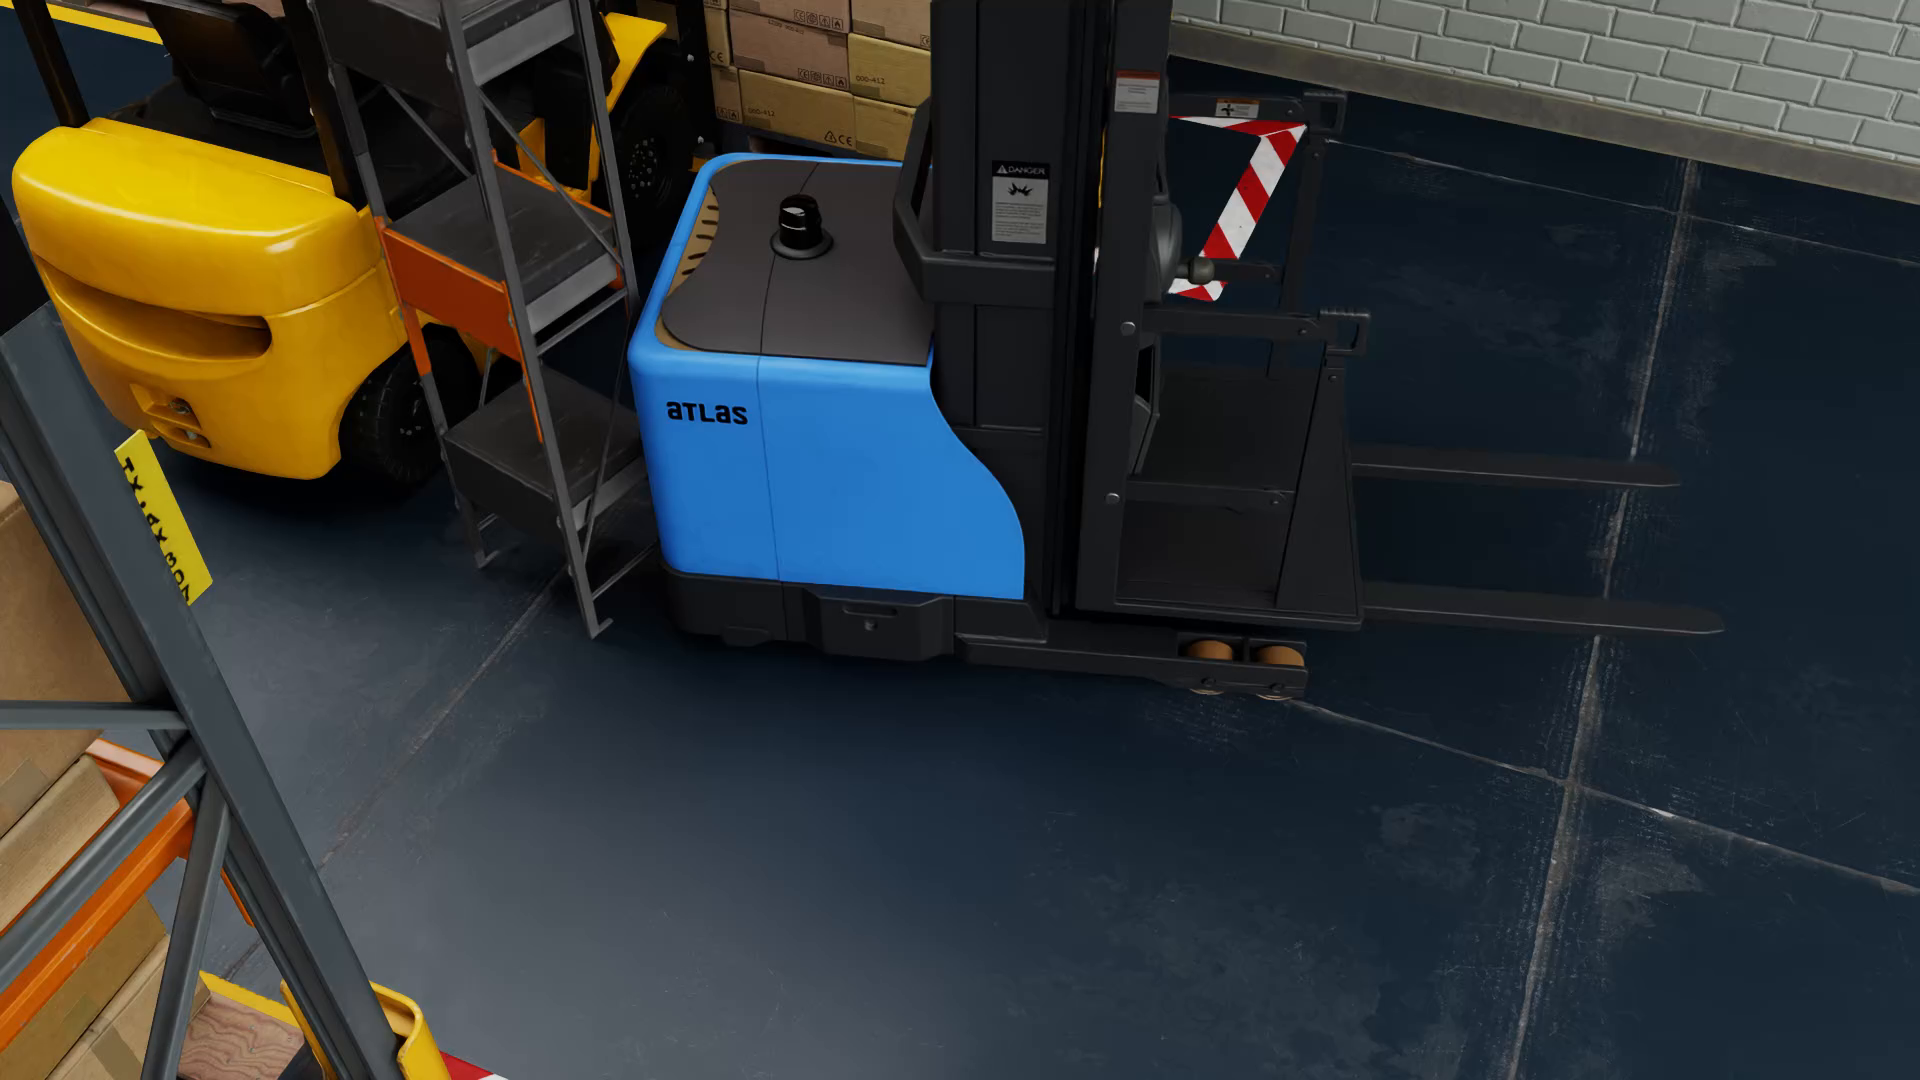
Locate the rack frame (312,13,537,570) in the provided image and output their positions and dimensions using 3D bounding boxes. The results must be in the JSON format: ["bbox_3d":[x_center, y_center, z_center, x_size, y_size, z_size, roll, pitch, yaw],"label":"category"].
[{"bbox_3d":[-1.380,-0.767,4.532,0.015,2.100,0.400,27,51,25],"label":"rack frame"}]

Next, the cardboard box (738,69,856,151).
[{"bbox_3d":[-0.533,-1.825,6.609,0.500,0.250,0.500,16,47,16],"label":"cardboard box"}]

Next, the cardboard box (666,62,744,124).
[{"bbox_3d":[-0.992,-1.967,6.752,0.500,0.250,0.500,17,47,16],"label":"cardboard box"}]

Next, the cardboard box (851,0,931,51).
[{"bbox_3d":[-0.068,-2.038,6.115,0.500,0.250,0.500,18,48,17],"label":"cardboard box"}]

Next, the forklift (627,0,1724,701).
[{"bbox_3d":[0.683,-0.974,4.151,3.031,2.935,1.130,4,45,4],"label":"forklift"}]

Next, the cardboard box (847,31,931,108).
[{"bbox_3d":[-0.092,-1.868,6.298,0.500,0.250,0.500,16,47,15],"label":"cardboard box"}]

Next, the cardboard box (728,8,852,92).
[{"bbox_3d":[-0.551,-2.011,6.442,0.500,0.250,0.500,16,47,15],"label":"cardboard box"}]

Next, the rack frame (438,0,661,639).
[{"bbox_3d":[-0.985,-0.565,4.329,0.015,2.100,0.400,27,51,25],"label":"rack frame"}]

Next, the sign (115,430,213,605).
[{"bbox_3d":[-1.222,-0.016,2.525,0.005,0.325,0.100,16,47,16],"label":"sign"}]

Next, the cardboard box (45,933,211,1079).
[{"bbox_3d":[-2.068,1.071,3.699,0.500,0.250,0.500,16,47,16],"label":"cardboard box"}]

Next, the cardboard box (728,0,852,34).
[{"bbox_3d":[-0.541,-2.173,6.250,0.500,0.250,0.500,17,47,17],"label":"cardboard box"}]

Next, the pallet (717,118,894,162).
[{"bbox_3d":[-0.245,-1.780,6.889,1.213,0.211,1.003,16,47,16],"label":"pallet"}]

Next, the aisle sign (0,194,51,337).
[{"bbox_3d":[-1.254,-0.462,1.745,0.004,0.787,0.394,16,47,16],"label":"aisle sign"}]

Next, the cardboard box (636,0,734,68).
[{"bbox_3d":[-1.036,-2.138,6.569,0.500,0.250,0.500,15,47,15],"label":"cardboard box"}]

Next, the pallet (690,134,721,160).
[{"bbox_3d":[-1.367,-2.112,7.223,1.213,0.211,1.003,16,47,16],"label":"pallet"}]

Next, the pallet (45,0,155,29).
[{"bbox_3d":[-3.909,-2.860,7.975,1.213,0.211,1.003,16,47,16],"label":"pallet"}]

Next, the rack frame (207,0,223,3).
[{"bbox_3d":[-3.214,-3.674,6.816,0.127,3.000,1.000,16,47,16],"label":"rack frame"}]

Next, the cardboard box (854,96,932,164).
[{"bbox_3d":[-0.078,-1.684,6.467,0.500,0.250,0.500,17,47,16],"label":"cardboard box"}]

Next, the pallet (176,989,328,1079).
[{"bbox_3d":[-2.237,1.369,3.725,1.213,0.211,1.003,16,47,16],"label":"pallet"}]

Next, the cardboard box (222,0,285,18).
[{"bbox_3d":[-2.895,-2.501,7.289,0.500,0.250,0.500,17,47,16],"label":"cardboard box"}]

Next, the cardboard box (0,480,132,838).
[{"bbox_3d":[-1.761,0.194,2.646,0.500,0.500,0.500,16,47,15],"label":"cardboard box"}]

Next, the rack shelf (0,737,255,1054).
[{"bbox_3d":[-3.276,0.356,3.275,4.000,0.370,1.077,16,47,16],"label":"rack shelf"}]

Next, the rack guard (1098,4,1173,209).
[{"bbox_3d":[0.499,-1.695,6.599,0.348,0.500,1.175,16,47,16],"label":"rack guard"}]

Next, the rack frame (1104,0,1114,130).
[{"bbox_3d":[0.477,-2.588,5.724,0.127,3.000,1.000,16,47,16],"label":"rack frame"}]

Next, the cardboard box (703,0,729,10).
[{"bbox_3d":[-1.011,-2.304,6.382,0.500,0.250,0.500,17,47,16],"label":"cardboard box"}]

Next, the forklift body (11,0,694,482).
[{"bbox_3d":[-1.975,-1.614,5.348,1.214,2.155,2.313,16,47,16],"label":"forklift body"}]

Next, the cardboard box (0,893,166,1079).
[{"bbox_3d":[-2.091,0.799,3.440,0.500,0.500,0.500,15,47,15],"label":"cardboard box"}]

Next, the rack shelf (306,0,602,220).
[{"bbox_3d":[-1.182,-1.153,3.947,0.480,0.518,0.431,27,51,25],"label":"rack shelf"}]

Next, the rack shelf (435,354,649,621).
[{"bbox_3d":[-1.182,-0.160,4.934,0.480,0.518,0.431,27,51,25],"label":"rack shelf"}]

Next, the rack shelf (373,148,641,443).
[{"bbox_3d":[-1.182,-0.656,4.440,0.480,0.518,0.431,27,51,25],"label":"rack shelf"}]

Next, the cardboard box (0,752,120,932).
[{"bbox_3d":[-1.664,0.506,2.793,0.250,0.149,0.380,17,47,16],"label":"cardboard box"}]

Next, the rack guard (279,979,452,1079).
[{"bbox_3d":[-1.500,1.510,3.378,0.348,0.500,1.175,16,47,16],"label":"rack guard"}]

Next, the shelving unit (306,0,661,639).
[{"bbox_3d":[-1.182,-0.666,4.431,0.503,2.100,0.431,27,51,25],"label":"shelving unit"}]
